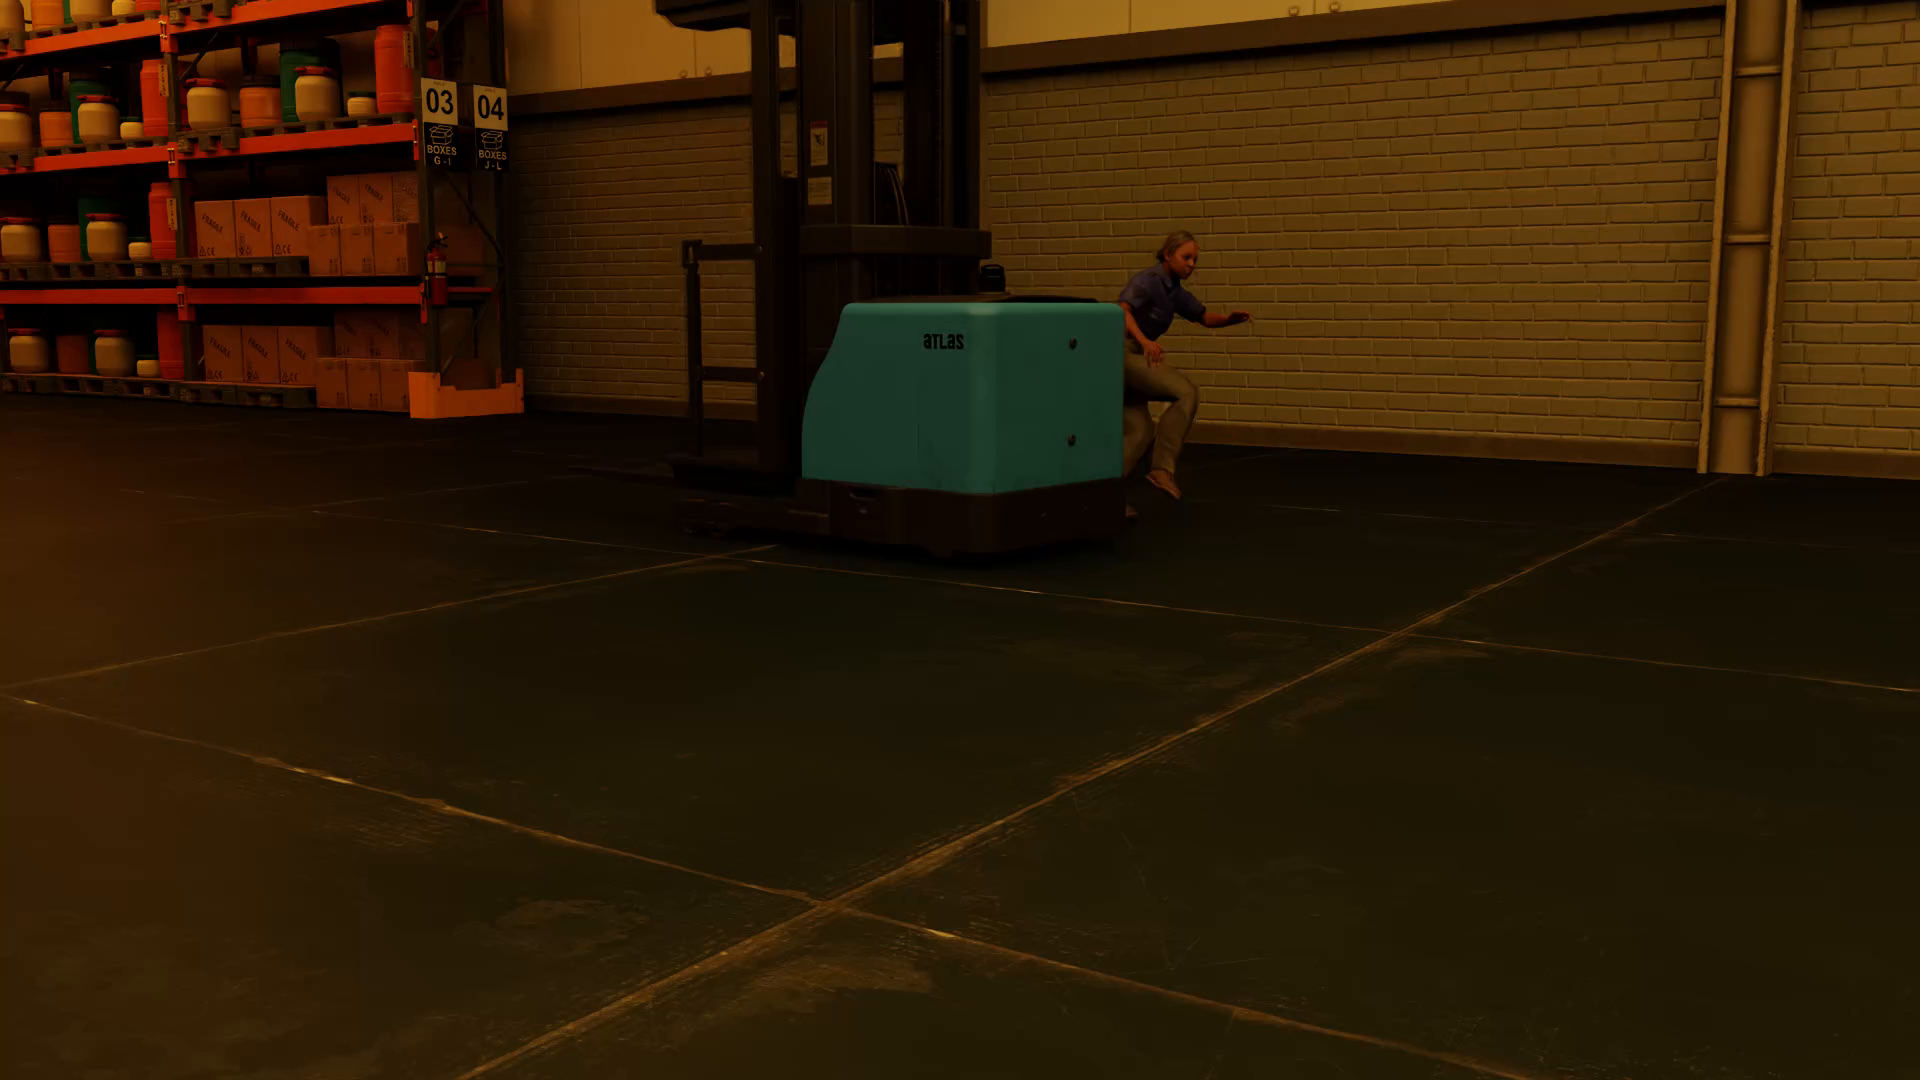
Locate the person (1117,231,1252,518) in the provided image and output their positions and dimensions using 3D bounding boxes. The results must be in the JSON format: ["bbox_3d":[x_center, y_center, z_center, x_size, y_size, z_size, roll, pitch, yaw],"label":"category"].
[{"bbox_3d":[1.043,-0.852,8.427,0.840,1.421,0.899,2,8,12],"label":"person"}]

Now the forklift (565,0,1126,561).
[{"bbox_3d":[-0.708,-1.513,7.835,3.031,2.935,1.130,7,11,40],"label":"forklift"}]
